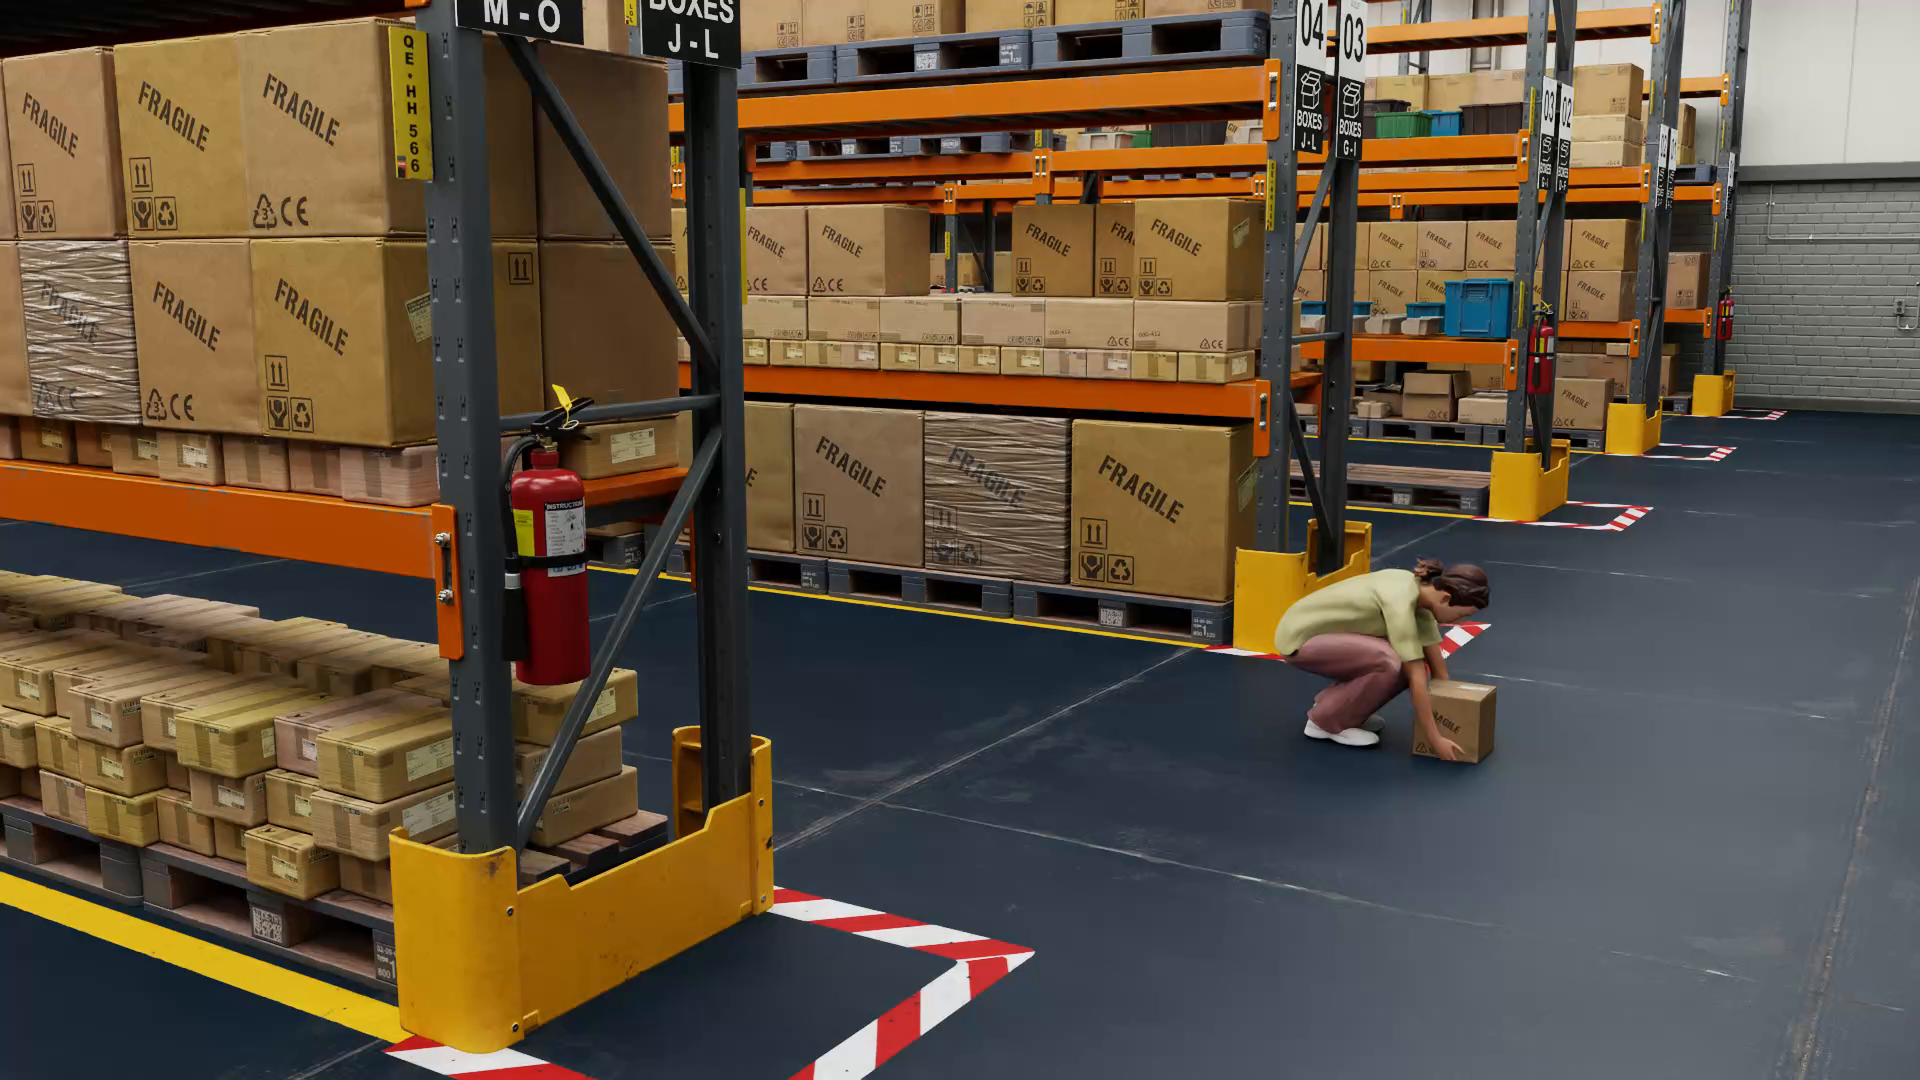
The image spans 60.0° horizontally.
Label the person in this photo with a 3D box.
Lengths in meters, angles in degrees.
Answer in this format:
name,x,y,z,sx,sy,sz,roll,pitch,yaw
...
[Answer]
name,x,y,z,sx,sy,sz,roll,pitch,yaw
person,1.669,0.451,6.624,0.825,0.803,0.468,6,11,31
